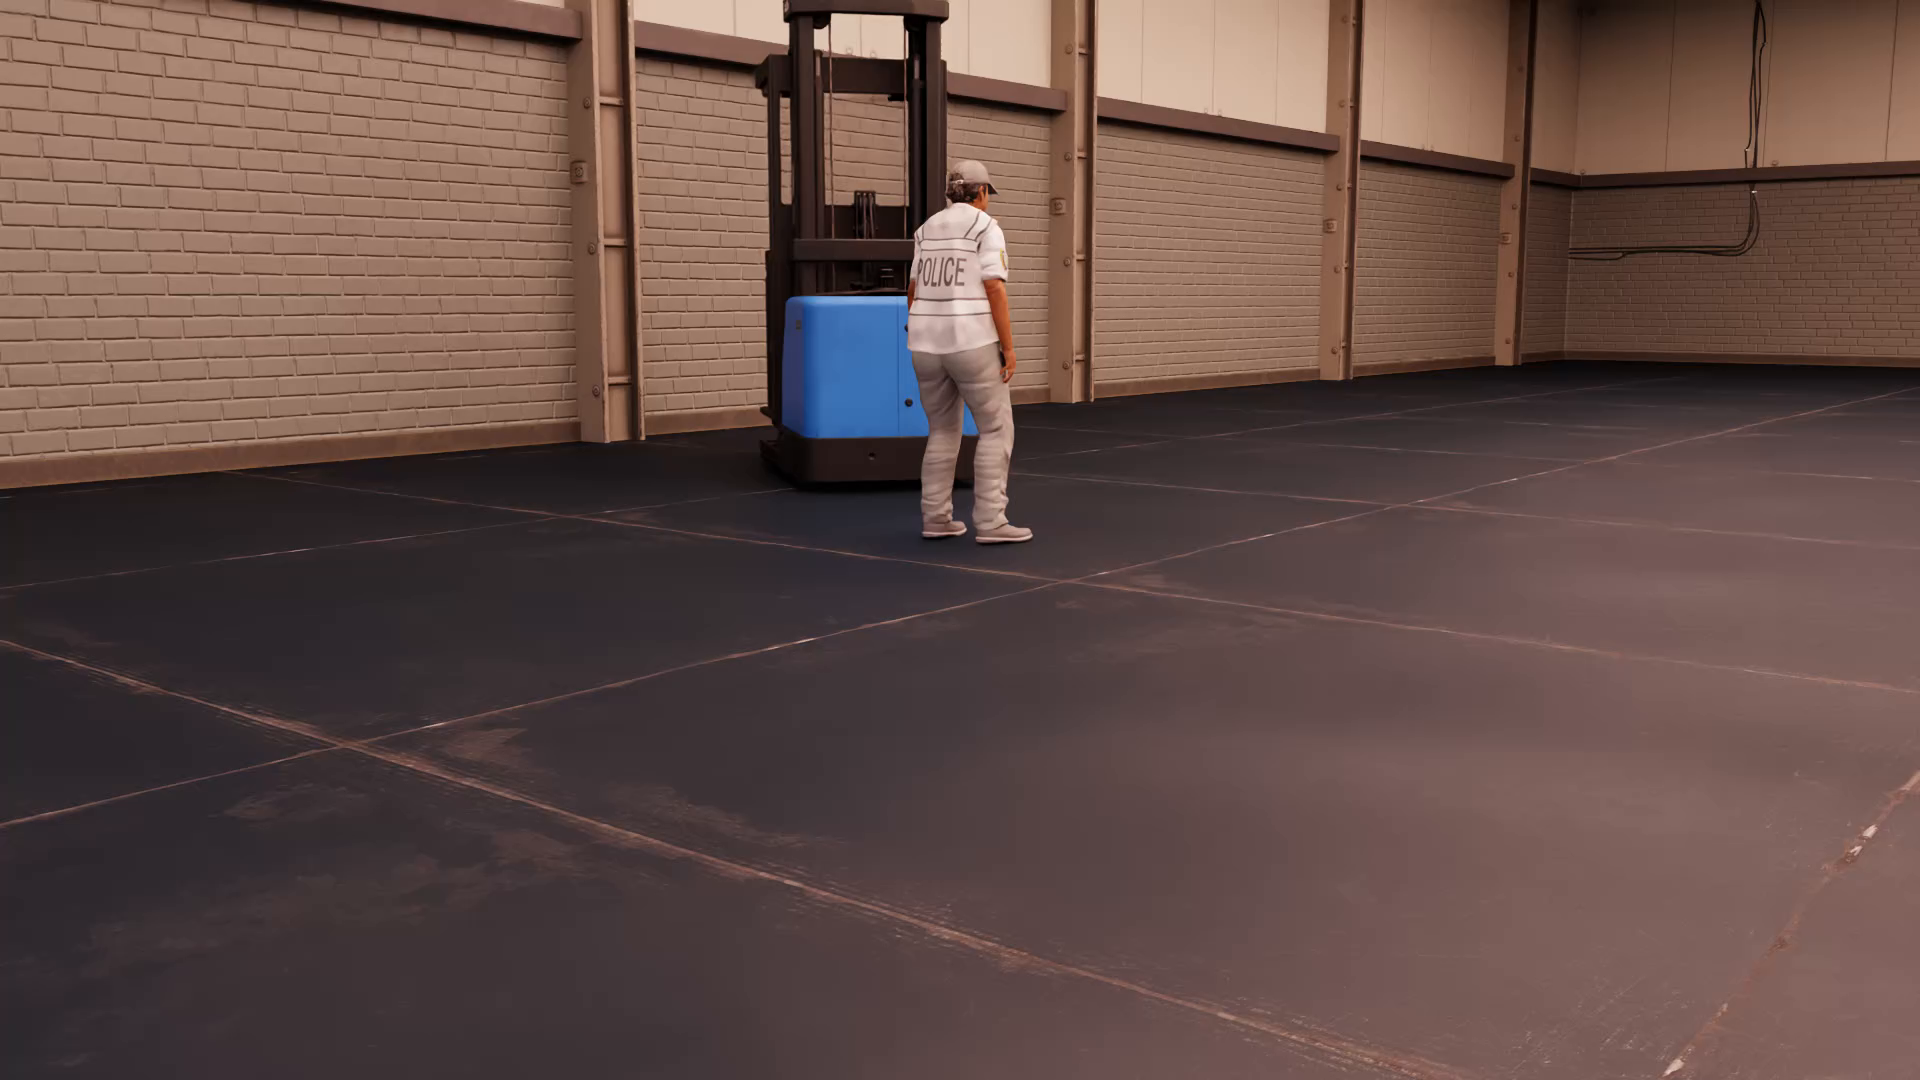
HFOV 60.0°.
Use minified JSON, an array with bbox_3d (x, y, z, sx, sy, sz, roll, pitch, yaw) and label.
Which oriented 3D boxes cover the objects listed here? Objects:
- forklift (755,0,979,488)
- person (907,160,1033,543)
[{"bbox_3d":[-0.676,-1.921,10.407,1.130,2.935,3.031,-2,9,-13],"label":"forklift"},{"bbox_3d":[0.030,-0.828,7.319,0.546,1.666,0.466,6,10,37],"label":"person"}]
